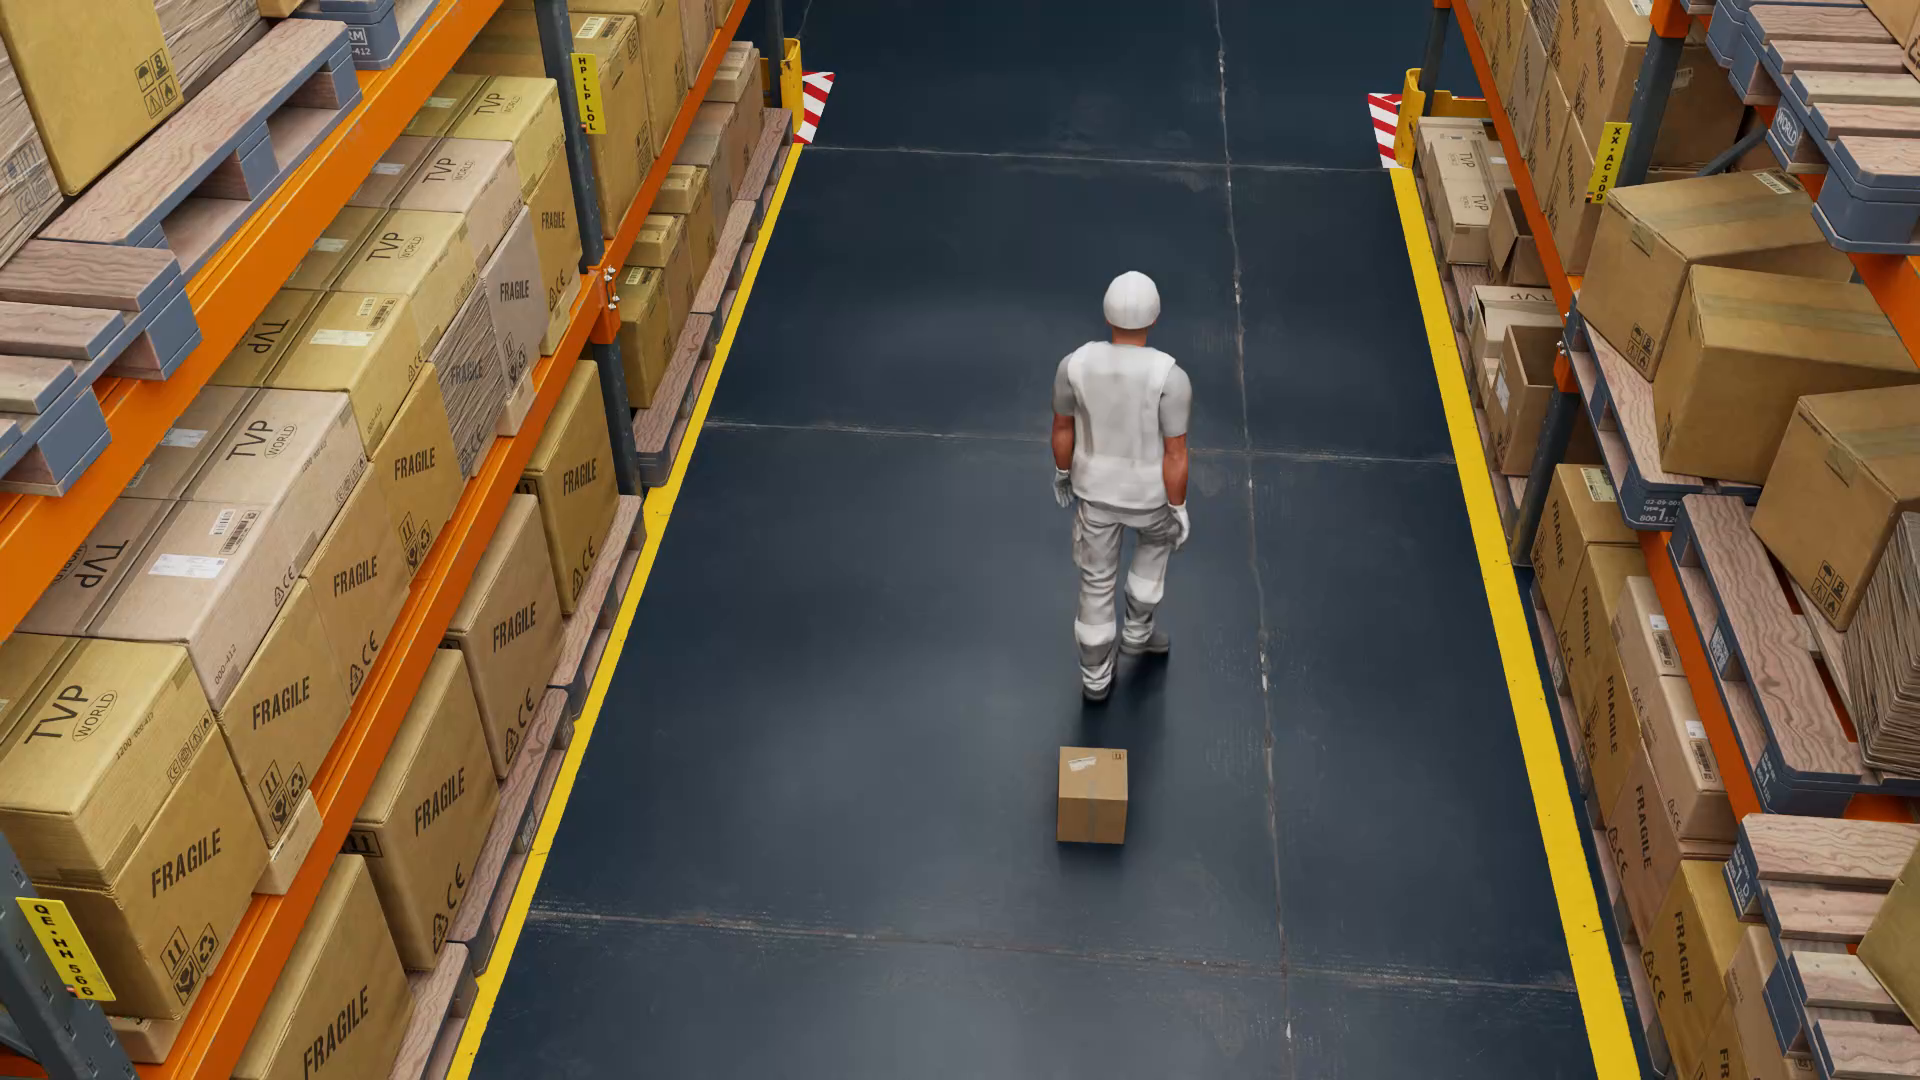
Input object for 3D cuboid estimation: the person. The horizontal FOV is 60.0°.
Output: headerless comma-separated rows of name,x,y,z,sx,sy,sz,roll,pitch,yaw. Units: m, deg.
person,0.610,-0.178,6.337,0.579,1.785,0.545,10,41,12
